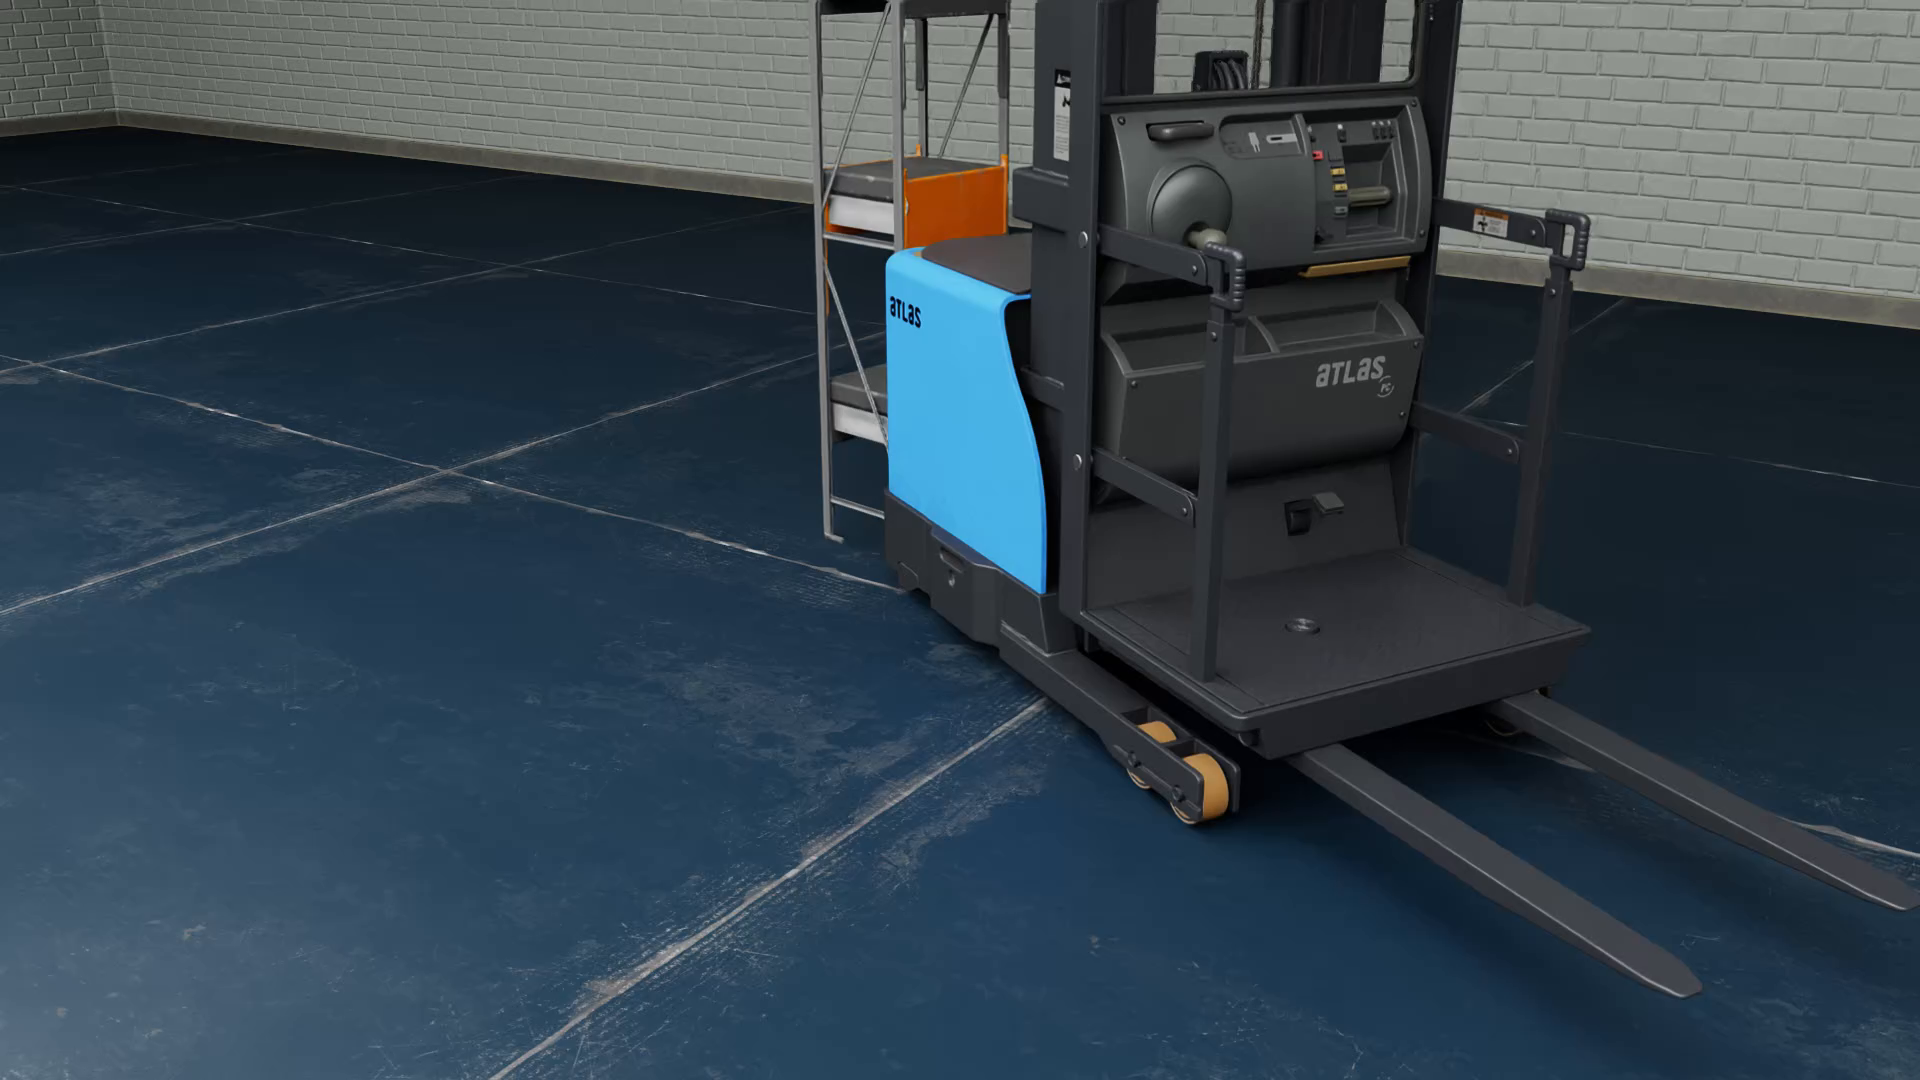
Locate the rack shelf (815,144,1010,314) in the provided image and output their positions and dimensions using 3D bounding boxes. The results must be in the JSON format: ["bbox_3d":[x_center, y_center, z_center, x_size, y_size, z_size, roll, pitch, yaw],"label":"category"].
[{"bbox_3d":[-0.157,-1.002,5.485,0.431,0.518,0.480,18,27,40],"label":"rack shelf"}]

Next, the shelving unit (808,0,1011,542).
[{"bbox_3d":[-0.157,-1.014,5.480,0.431,2.100,0.503,18,27,40],"label":"shelving unit"}]

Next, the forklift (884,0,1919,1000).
[{"bbox_3d":[0.879,-0.877,3.911,1.130,2.935,3.031,-10,23,-25],"label":"forklift"}]

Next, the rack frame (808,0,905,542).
[{"bbox_3d":[-0.322,-0.952,5.313,0.400,2.100,0.015,18,27,40],"label":"rack frame"}]

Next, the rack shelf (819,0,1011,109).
[{"bbox_3d":[-0.157,-1.658,5.242,0.431,0.518,0.480,18,27,40],"label":"rack shelf"}]

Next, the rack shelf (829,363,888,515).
[{"bbox_3d":[-0.157,-0.345,5.728,0.431,0.518,0.480,18,27,40],"label":"rack shelf"}]

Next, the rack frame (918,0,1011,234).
[{"bbox_3d":[0.009,-1.076,5.648,0.400,2.100,0.015,18,27,40],"label":"rack frame"}]
